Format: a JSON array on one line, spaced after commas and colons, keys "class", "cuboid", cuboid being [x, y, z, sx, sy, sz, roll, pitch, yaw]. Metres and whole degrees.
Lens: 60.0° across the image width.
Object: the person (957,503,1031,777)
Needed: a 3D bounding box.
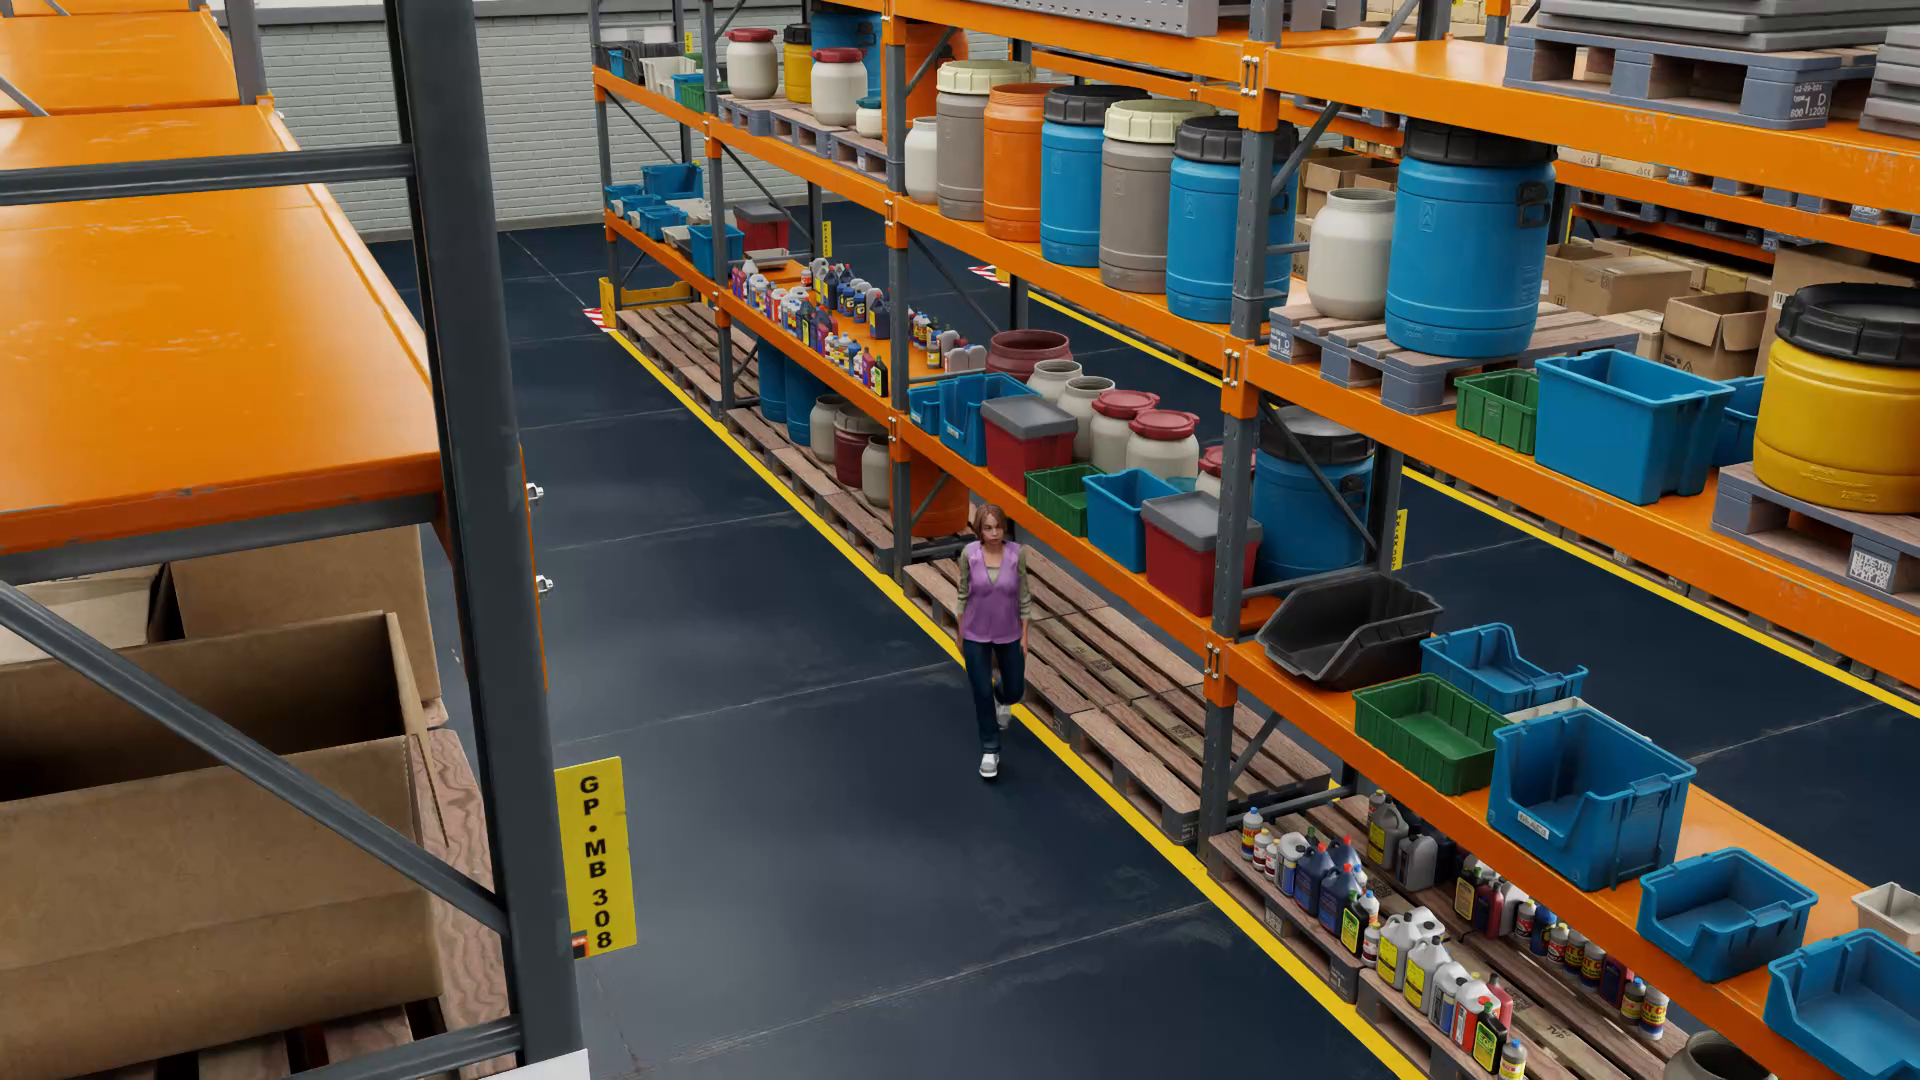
[{"class": "person", "cuboid": [0.190, 0.519, 9.391, 0.415, 1.564, 0.621, 0, 22, -1]}]
